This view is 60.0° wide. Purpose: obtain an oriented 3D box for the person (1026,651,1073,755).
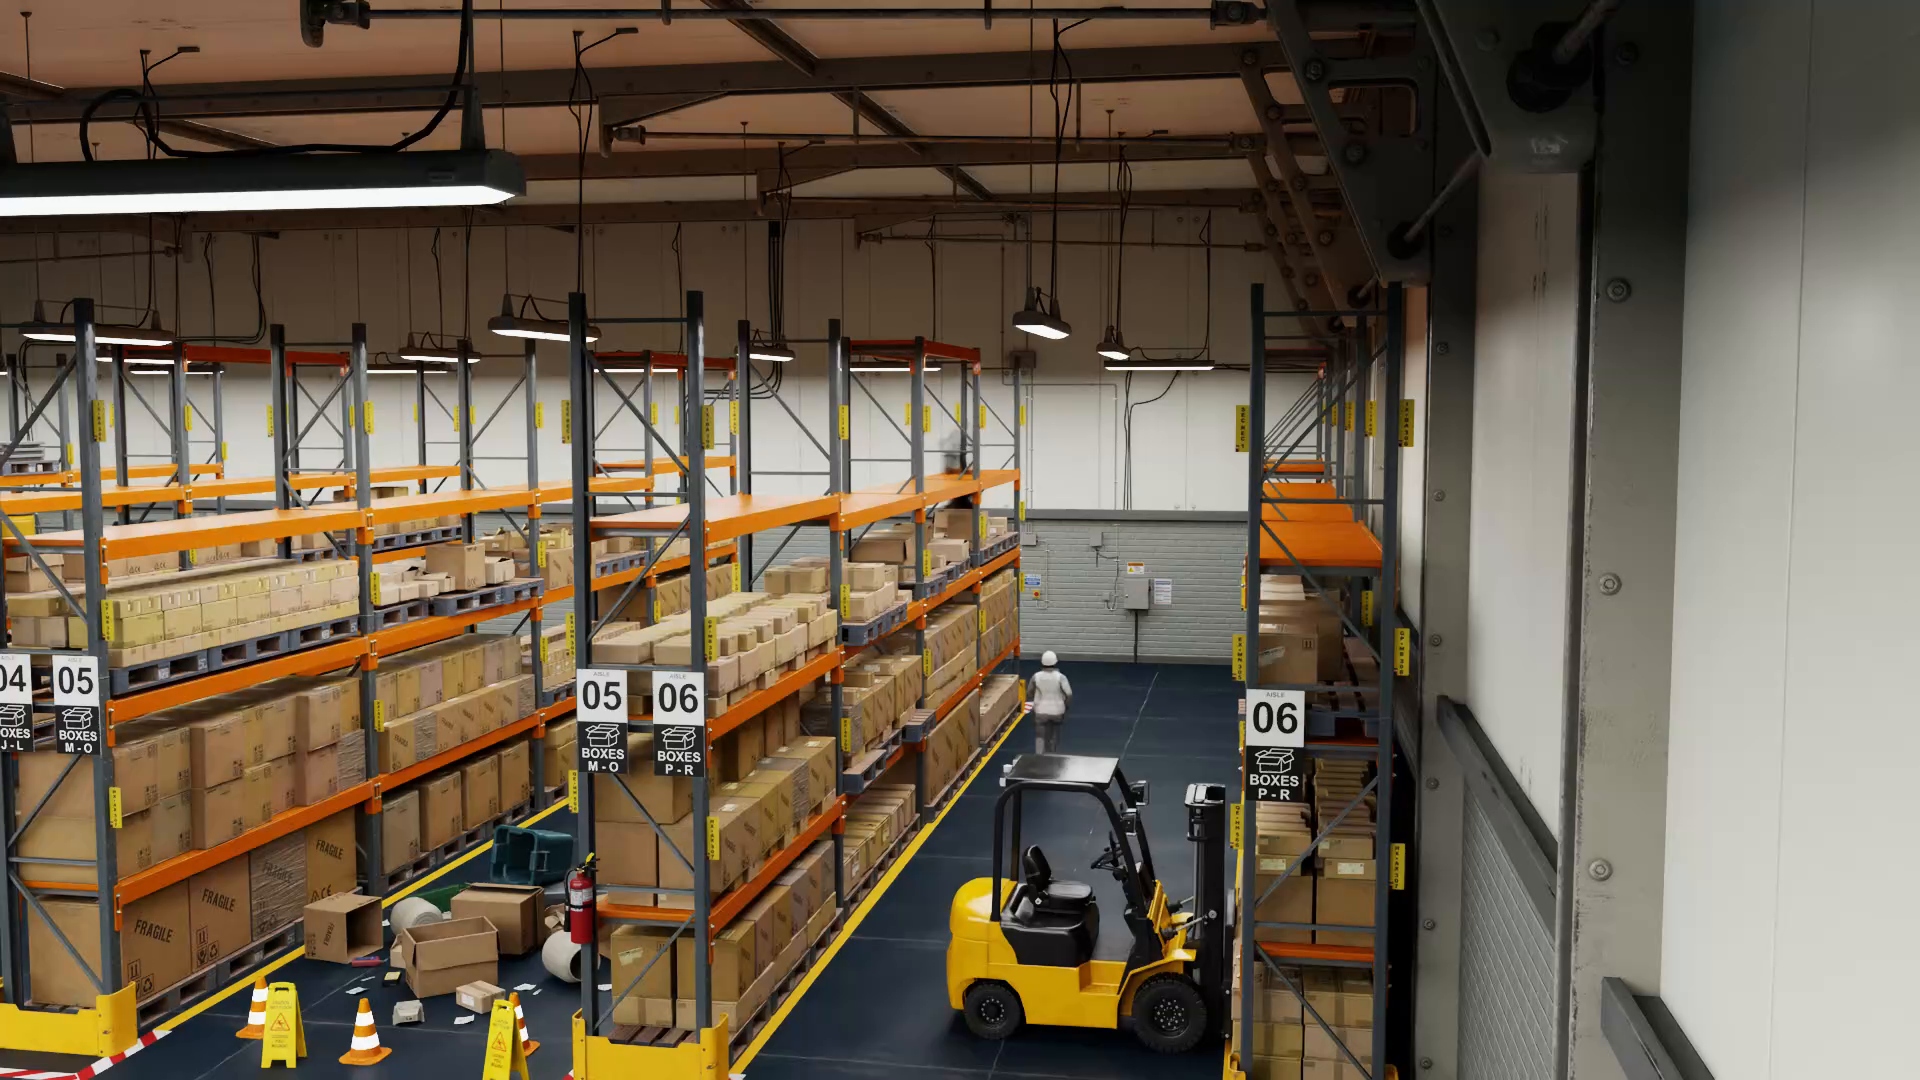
[{"bbox_3d":[1.264,2.374,23.382,0.668,1.656,0.874,1,5,9],"label":"person"}]
